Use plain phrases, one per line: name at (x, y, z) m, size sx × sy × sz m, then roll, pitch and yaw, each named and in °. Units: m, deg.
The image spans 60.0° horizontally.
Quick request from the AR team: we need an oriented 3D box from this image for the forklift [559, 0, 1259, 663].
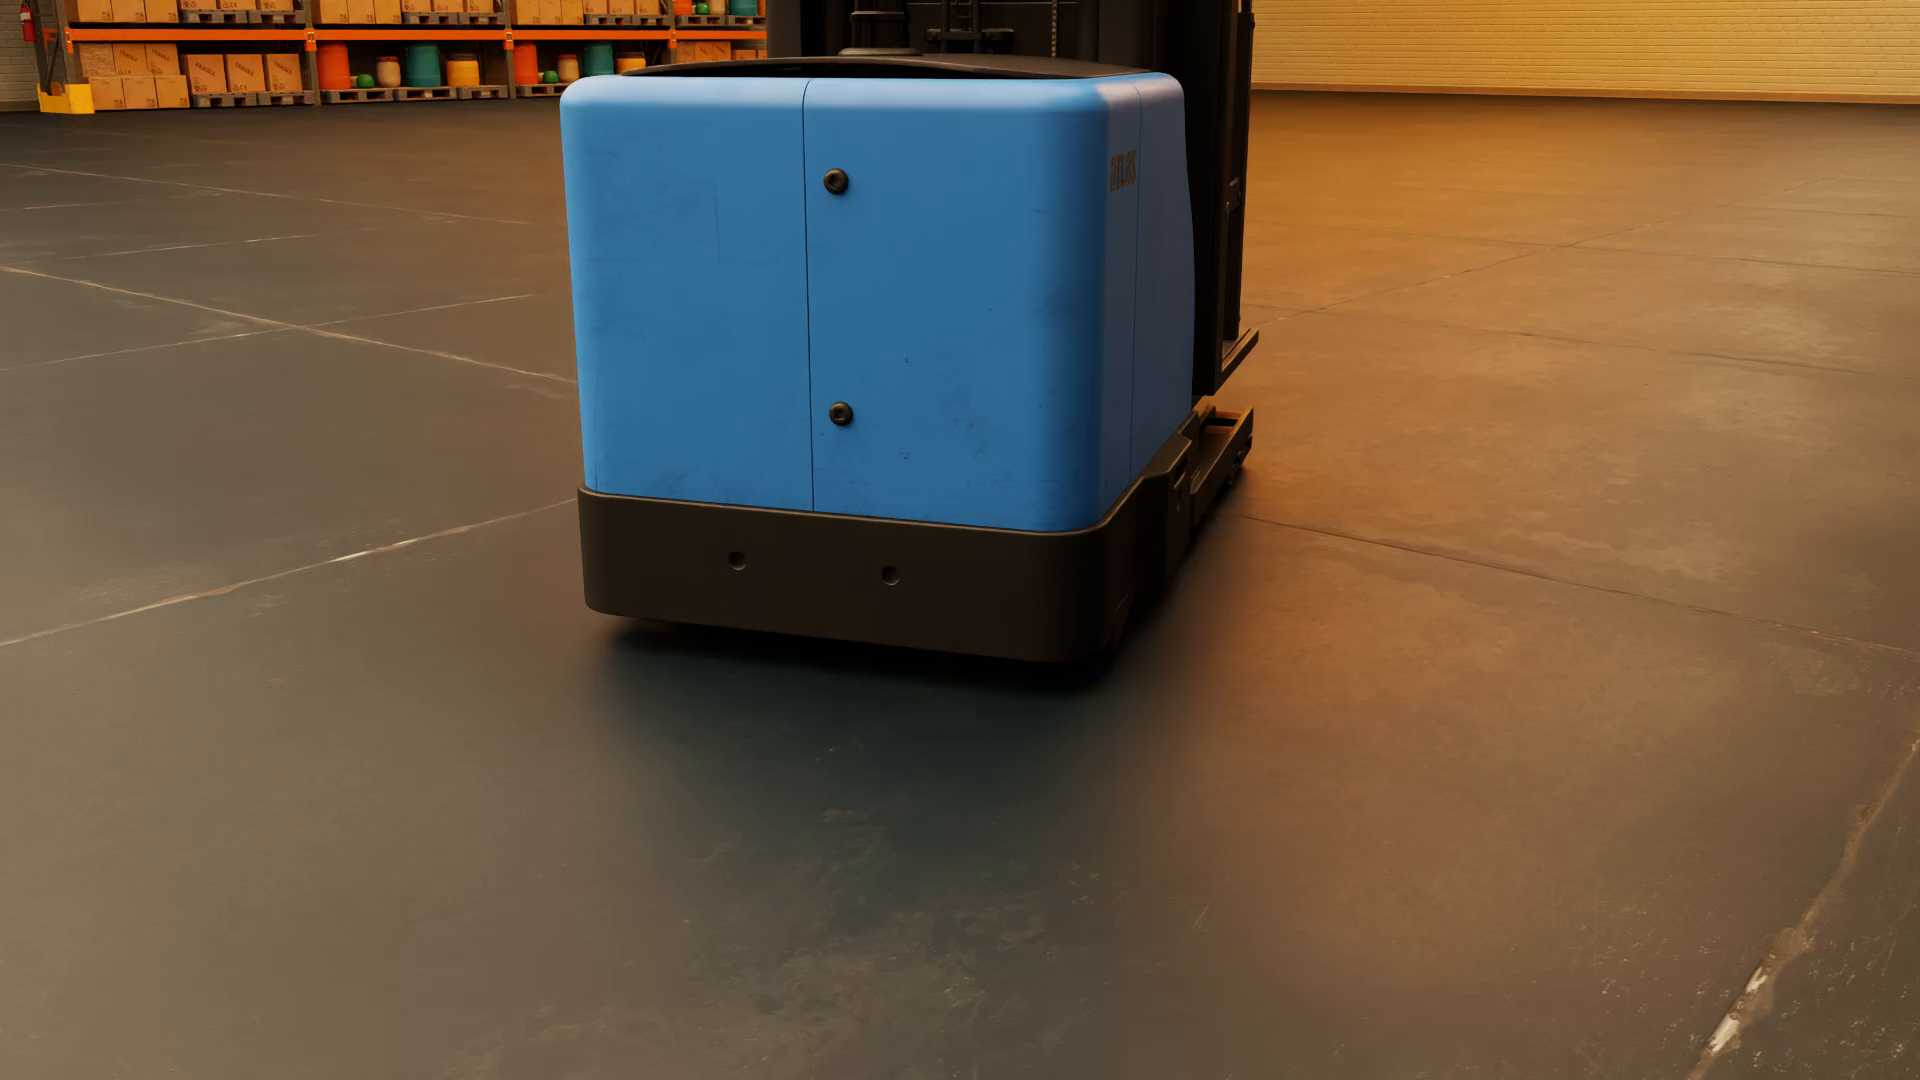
forklift at (0.182, -1.571, 4.072) m, size 1.130 × 2.935 × 3.031 m, roll 5°, pitch 18°, yaw 17°
